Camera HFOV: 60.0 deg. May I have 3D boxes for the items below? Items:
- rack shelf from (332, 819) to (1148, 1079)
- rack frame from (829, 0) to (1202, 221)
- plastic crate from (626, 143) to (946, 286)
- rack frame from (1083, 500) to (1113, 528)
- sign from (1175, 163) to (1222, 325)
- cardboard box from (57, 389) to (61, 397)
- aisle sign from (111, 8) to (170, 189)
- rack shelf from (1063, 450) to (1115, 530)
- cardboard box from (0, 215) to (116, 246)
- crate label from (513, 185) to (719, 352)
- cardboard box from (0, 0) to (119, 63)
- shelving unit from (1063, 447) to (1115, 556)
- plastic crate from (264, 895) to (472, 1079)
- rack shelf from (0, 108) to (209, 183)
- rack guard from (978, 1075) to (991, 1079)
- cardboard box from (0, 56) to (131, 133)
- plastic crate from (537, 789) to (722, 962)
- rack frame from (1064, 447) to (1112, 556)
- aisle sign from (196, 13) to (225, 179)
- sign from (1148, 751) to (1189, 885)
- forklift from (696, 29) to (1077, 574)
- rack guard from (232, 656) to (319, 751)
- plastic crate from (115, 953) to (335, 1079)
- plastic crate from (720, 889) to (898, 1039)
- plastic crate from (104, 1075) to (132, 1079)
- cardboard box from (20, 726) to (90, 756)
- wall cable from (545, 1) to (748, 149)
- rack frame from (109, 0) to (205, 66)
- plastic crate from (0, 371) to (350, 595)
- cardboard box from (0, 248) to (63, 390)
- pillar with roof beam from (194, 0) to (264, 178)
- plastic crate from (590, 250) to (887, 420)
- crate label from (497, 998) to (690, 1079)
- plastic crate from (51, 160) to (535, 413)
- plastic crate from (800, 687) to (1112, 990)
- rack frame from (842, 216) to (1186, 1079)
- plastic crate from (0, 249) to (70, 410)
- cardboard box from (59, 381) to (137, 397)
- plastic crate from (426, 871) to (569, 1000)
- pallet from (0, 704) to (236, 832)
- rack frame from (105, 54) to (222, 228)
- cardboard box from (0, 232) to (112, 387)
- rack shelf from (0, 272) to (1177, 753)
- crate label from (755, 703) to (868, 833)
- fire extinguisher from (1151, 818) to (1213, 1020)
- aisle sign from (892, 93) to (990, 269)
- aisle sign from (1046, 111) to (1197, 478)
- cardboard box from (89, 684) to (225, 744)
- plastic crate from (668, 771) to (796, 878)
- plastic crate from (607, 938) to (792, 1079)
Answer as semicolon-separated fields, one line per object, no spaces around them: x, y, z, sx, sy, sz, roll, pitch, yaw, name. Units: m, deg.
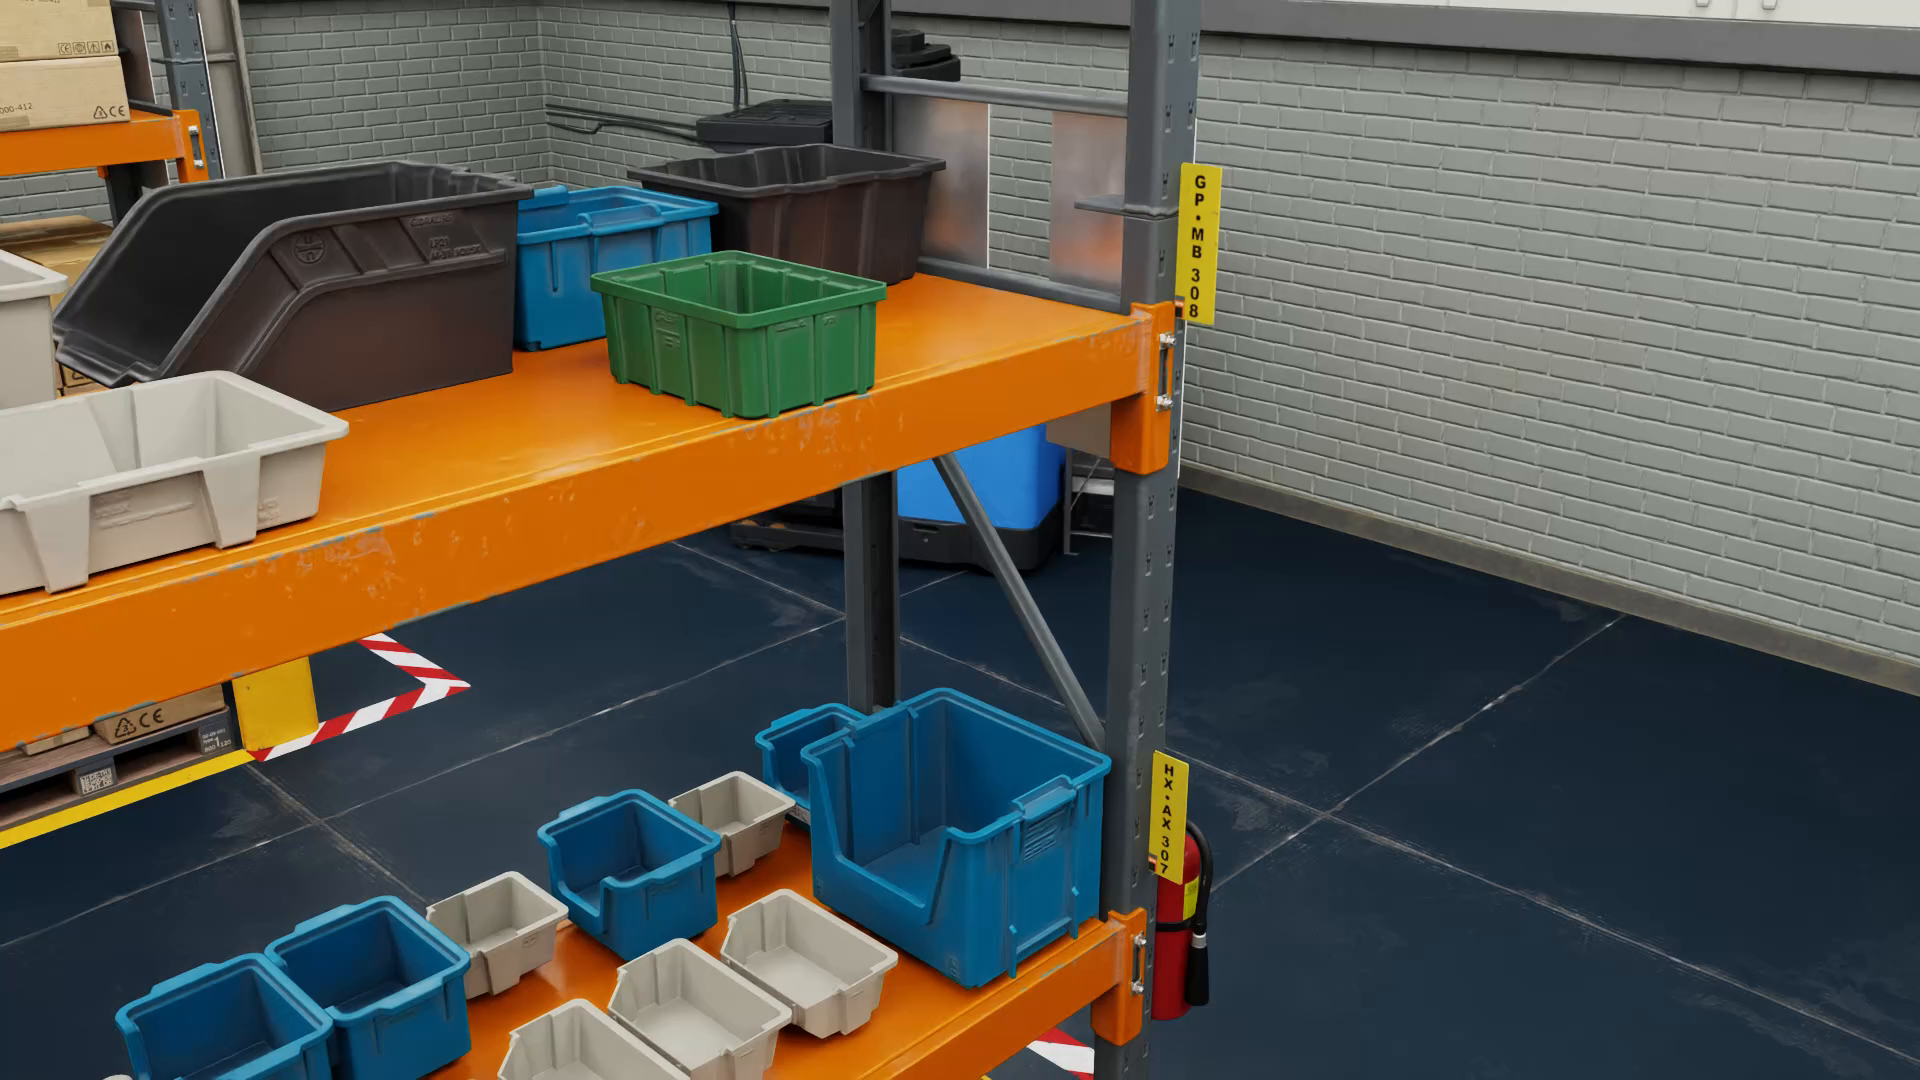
-1.307;1.453;3.116;1.077;0.370;4.000;19;28;41;rack shelf
0.088;-2.197;3.248;1.000;3.000;0.127;19;28;41;rack frame
-0.380;-0.707;3.734;0.497;0.269;0.590;19;28;41;plastic crate
0.951;-1.043;9.861;0.400;2.100;0.015;6;22;16;rack frame
0.494;-0.615;3.458;0.100;0.325;0.005;19;28;41;sign
-3.935;-0.367;6.709;0.500;0.500;0.500;20;28;41;cardboard box
-3.621;-1.942;7.323;0.394;0.787;0.004;19;28;41;aisle sign
0.879;-0.293;9.900;0.431;0.518;0.480;6;22;16;rack shelf
-3.956;-1.103;7.230;0.500;0.500;0.500;-19;28;-40;cardboard box
-0.787;-0.571;3.406;0.408;0.251;0.502;19;28;41;crate label
-3.634;-2.005;6.442;0.500;0.250;0.500;19;28;41;cardboard box
0.879;-0.959;9.644;0.431;2.100;0.503;6;22;16;shelving unit
-1.238;0.973;3.513;0.416;0.233;0.300;19;28;41;plastic crate
-4.853;-1.188;5.806;1.077;0.370;4.000;19;28;41;rack shelf
0.096;1.760;4.798;1.175;0.500;0.348;19;28;41;rack guard
-3.627;-1.770;6.526;0.500;0.250;0.500;19;28;41;cardboard box
-0.779;0.804;3.953;0.416;0.233;0.300;19;28;41;plastic crate
0.807;-0.876;9.426;0.400;2.100;0.015;6;22;16;rack frame
-3.191;-1.792;6.932;0.394;0.787;0.004;19;28;41;aisle sign
0.494;0.660;3.948;0.100;0.325;0.005;19;28;41;sign
-0.856;-1.468;9.810;3.031;2.935;1.130;7;22;17;forklift
-3.511;0.549;7.950;1.175;0.500;0.348;19;28;41;rack guard
-1.448;1.050;3.312;0.416;0.233;0.300;19;28;41;plastic crate
-0.351;0.953;3.698;0.396;0.136;0.243;19;28;41;plastic crate
-1.703;1.204;3.046;0.293;0.136;0.466;19;28;41;plastic crate
-4.008;0.763;7.246;0.380;0.166;0.250;19;28;41;cardboard box
-2.808;-4.592;13.806;3.097;2.526;0.112;19;28;41;wall cable
-3.458;-3.438;6.476;1.000;3.000;0.127;19;28;41;rack frame
-1.175;-0.081;2.290;0.437;0.136;0.530;19;28;41;plastic crate
-3.923;-0.838;6.540;0.500;0.500;0.500;-19;28;-41;cardboard box
-2.662;-4.510;9.265;9.100;9.000;0.400;19;28;41;pillar with roof beam
-0.395;-0.373;2.979;0.450;0.188;0.336;19;28;41;plastic crate
-0.740;1.102;3.311;0.396;0.136;0.243;19;28;41;crate label
-1.174;-0.444;2.955;0.504;0.338;0.767;19;28;41;plastic crate
-0.011;0.691;3.962;0.616;0.435;0.499;19;28;41;plastic crate
0.088;0.603;4.325;1.000;3.000;0.127;19;28;41;rack frame
-1.679;-0.249;2.526;0.437;0.282;0.530;19;28;41;plastic crate
-3.575;-0.501;7.058;0.500;0.500;0.500;-19;28;-40;cardboard box
-1.076;0.915;3.796;0.250;0.136;0.298;19;28;41;plastic crate
-4.066;0.889;7.468;1.003;0.211;1.213;19;28;41;pallet
-3.458;-0.638;7.553;1.000;3.000;0.127;19;28;41;rack frame
-3.571;-0.968;6.878;0.500;0.500;0.500;19;28;40;cardboard box
-1.307;0.053;2.578;1.077;0.370;4.000;19;28;41;rack shelf
-0.320;0.634;4.393;0.416;0.233;0.303;19;28;41;crate label
0.519;0.888;4.210;0.296;0.674;0.183;19;28;41;fire extinguisher
-0.074;-0.703;4.100;0.394;0.787;0.004;19;28;41;aisle sign
0.349;-0.556;3.716;0.394;0.787;0.004;19;28;41;aisle sign
-3.661;0.525;7.398;0.500;0.500;0.500;19;28;41;cardboard box
-0.603;0.741;4.250;0.250;0.136;0.298;19;28;41;plastic crate
-0.563;1.024;3.513;0.396;0.136;0.243;19;28;41;plastic crate
